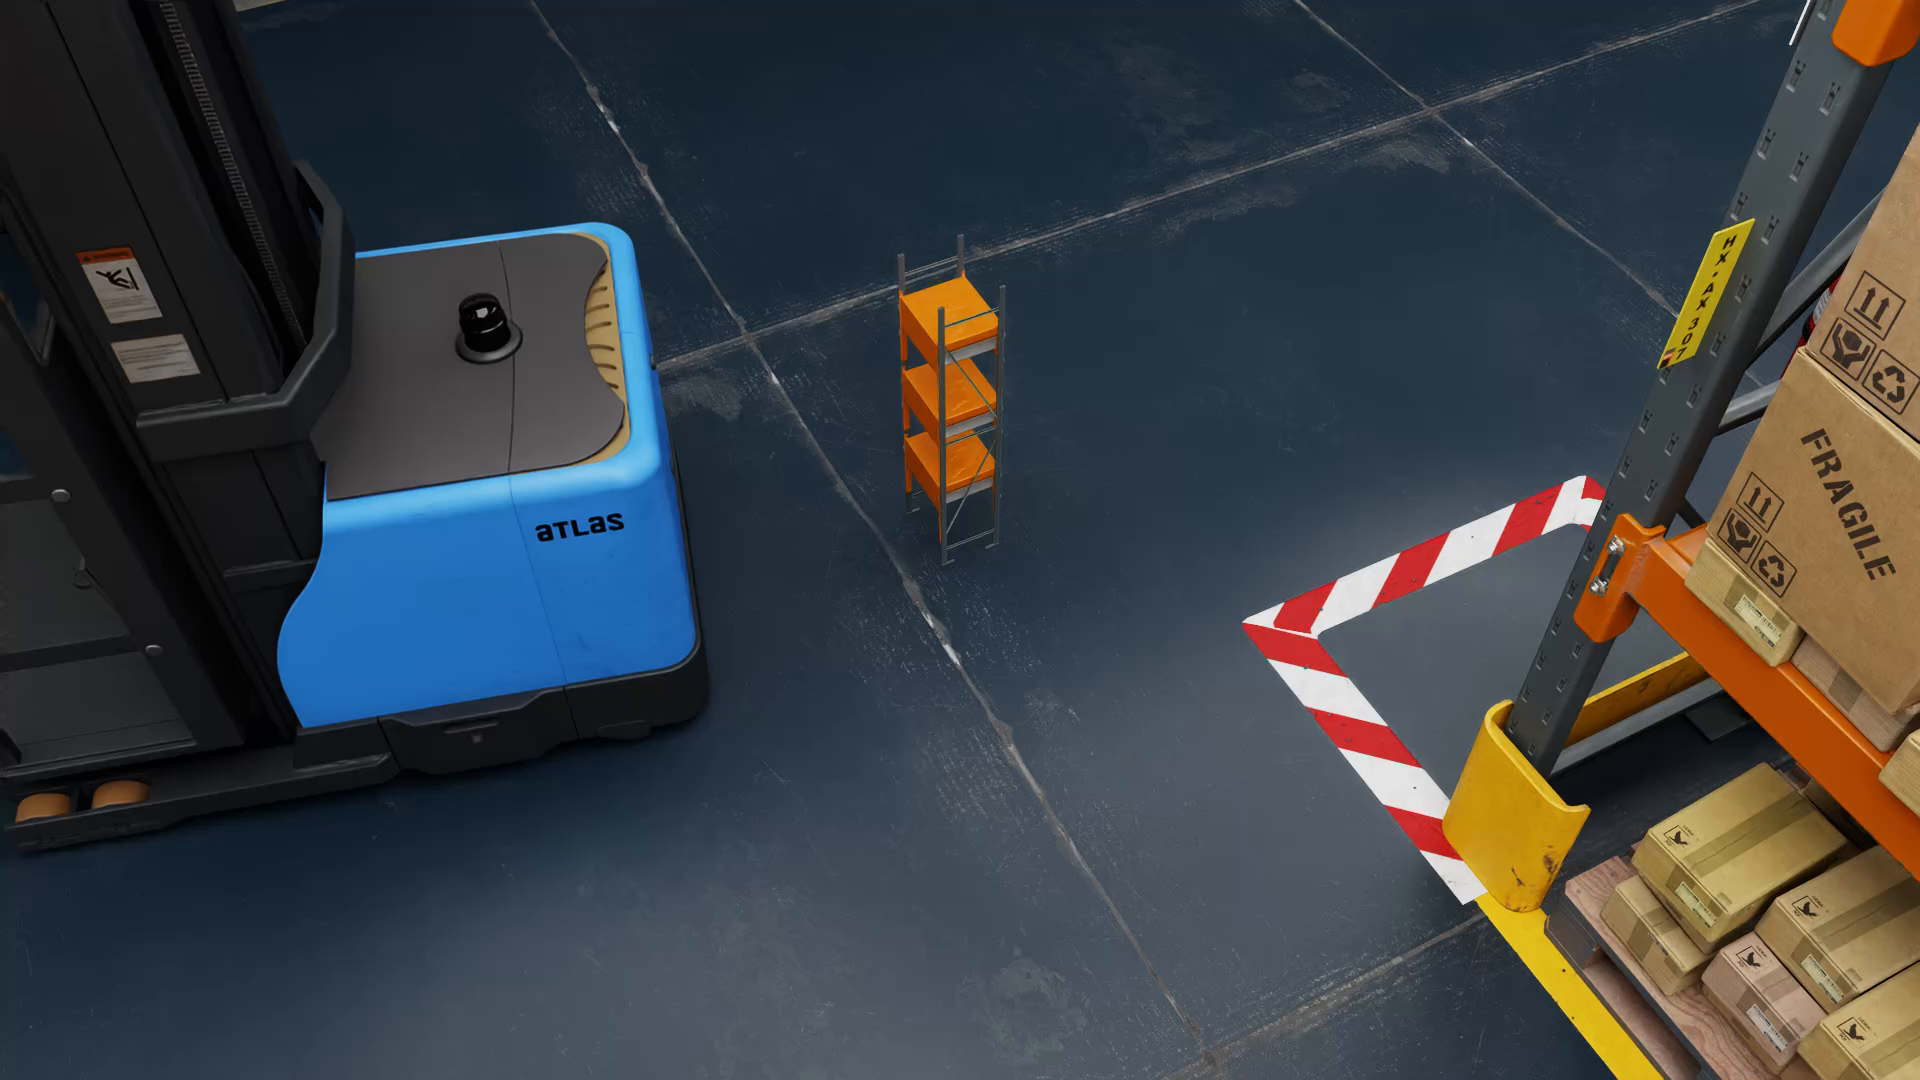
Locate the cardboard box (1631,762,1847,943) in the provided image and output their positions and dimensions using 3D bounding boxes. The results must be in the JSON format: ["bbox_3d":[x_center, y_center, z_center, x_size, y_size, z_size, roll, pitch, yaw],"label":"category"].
[{"bbox_3d":[1.799,0.719,3.848,0.380,0.149,0.250,-23,53,-19],"label":"cardboard box"}]

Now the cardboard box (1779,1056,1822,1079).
[{"bbox_3d":[2.129,1.219,3.806,0.380,0.149,0.250,-21,52,-17],"label":"cardboard box"}]

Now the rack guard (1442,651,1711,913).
[{"bbox_3d":[1.896,0.521,4.462,1.175,0.500,0.348,-21,52,-18],"label":"rack guard"}]

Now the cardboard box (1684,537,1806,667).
[{"bbox_3d":[1.718,0.060,3.372,0.380,0.149,0.250,-22,52,-18],"label":"cardboard box"}]

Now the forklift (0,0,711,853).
[{"bbox_3d":[-2.288,-0.566,3.798,3.031,2.935,1.130,-9,49,-8],"label":"forklift"}]

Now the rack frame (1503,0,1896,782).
[{"bbox_3d":[1.861,-0.353,3.566,1.000,3.000,0.127,-21,52,-18],"label":"rack frame"}]

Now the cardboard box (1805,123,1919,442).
[{"bbox_3d":[1.831,-0.421,2.697,0.500,0.500,0.500,-21,52,-18],"label":"cardboard box"}]

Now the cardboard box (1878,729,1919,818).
[{"bbox_3d":[1.947,0.414,3.062,0.380,0.149,0.250,-23,53,-19],"label":"cardboard box"}]

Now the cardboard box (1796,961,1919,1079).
[{"bbox_3d":[2.033,1.075,3.536,0.380,0.149,0.250,-21,52,-18],"label":"cardboard box"}]

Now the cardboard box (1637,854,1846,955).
[{"bbox_3d":[1.873,0.789,3.985,0.380,0.149,0.250,-19,52,-16],"label":"cardboard box"}]

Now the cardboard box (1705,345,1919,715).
[{"bbox_3d":[1.821,-0.088,3.070,0.500,0.500,0.500,-19,51,-16],"label":"cardboard box"}]

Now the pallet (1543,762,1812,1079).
[{"bbox_3d":[2.236,1.172,4.085,1.003,0.211,1.213,-21,52,-18],"label":"pallet"}]

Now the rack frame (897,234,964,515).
[{"bbox_3d":[-0.080,-0.463,4.958,0.200,1.050,0.008,-21,52,-18],"label":"rack frame"}]

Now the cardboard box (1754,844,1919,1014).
[{"bbox_3d":[2.032,0.863,3.723,0.380,0.149,0.250,-20,52,-17],"label":"cardboard box"}]

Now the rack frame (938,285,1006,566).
[{"bbox_3d":[0.031,-0.300,4.815,0.200,1.050,0.008,-21,52,-18],"label":"rack frame"}]

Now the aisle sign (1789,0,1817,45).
[{"bbox_3d":[1.561,-1.154,2.540,0.394,0.787,0.004,-21,52,-18],"label":"aisle sign"}]

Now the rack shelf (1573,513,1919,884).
[{"bbox_3d":[2.776,1.223,2.666,1.077,0.370,4.000,-21,52,-18],"label":"rack shelf"}]

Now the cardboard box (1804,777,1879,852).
[{"bbox_3d":[2.357,0.605,4.146,0.380,0.149,0.250,-22,53,-18],"label":"cardboard box"}]

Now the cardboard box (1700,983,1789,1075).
[{"bbox_3d":[2.009,1.056,3.949,0.380,0.149,0.250,-21,52,-18],"label":"cardboard box"}]

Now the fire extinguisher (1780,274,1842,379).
[{"bbox_3d":[2.156,-0.532,4.022,0.296,0.674,0.183,-21,52,-18],"label":"fire extinguisher"}]

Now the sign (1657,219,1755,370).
[{"bbox_3d":[1.379,-0.451,3.076,0.100,0.325,0.005,-21,52,-18],"label":"sign"}]

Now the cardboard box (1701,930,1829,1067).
[{"bbox_3d":[1.948,0.992,3.807,0.380,0.149,0.250,-21,52,-18],"label":"cardboard box"}]

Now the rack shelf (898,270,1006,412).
[{"bbox_3d":[-0.024,-0.561,4.681,0.215,0.259,0.240,-21,52,-18],"label":"rack shelf"}]

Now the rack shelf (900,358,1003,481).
[{"bbox_3d":[-0.024,-0.374,4.894,0.215,0.259,0.240,-21,52,-18],"label":"rack shelf"}]

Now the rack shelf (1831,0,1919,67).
[{"bbox_3d":[2.776,0.235,1.537,1.077,0.370,4.000,-21,52,-18],"label":"rack shelf"}]

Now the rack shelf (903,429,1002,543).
[{"bbox_3d":[-0.024,-0.192,5.103,0.215,0.259,0.240,-21,52,-18],"label":"rack shelf"}]

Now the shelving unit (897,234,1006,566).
[{"bbox_3d":[-0.024,-0.381,4.886,0.215,1.050,0.252,-21,52,-18],"label":"shelving unit"}]

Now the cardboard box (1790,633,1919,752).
[{"bbox_3d":[1.871,0.216,3.235,0.380,0.149,0.250,-19,52,-16],"label":"cardboard box"}]

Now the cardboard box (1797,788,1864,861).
[{"bbox_3d":[2.288,0.728,4.235,0.380,0.149,0.250,-20,52,-17],"label":"cardboard box"}]

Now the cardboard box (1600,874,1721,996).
[{"bbox_3d":[1.816,0.909,4.078,0.380,0.149,0.250,-20,52,-17],"label":"cardboard box"}]
